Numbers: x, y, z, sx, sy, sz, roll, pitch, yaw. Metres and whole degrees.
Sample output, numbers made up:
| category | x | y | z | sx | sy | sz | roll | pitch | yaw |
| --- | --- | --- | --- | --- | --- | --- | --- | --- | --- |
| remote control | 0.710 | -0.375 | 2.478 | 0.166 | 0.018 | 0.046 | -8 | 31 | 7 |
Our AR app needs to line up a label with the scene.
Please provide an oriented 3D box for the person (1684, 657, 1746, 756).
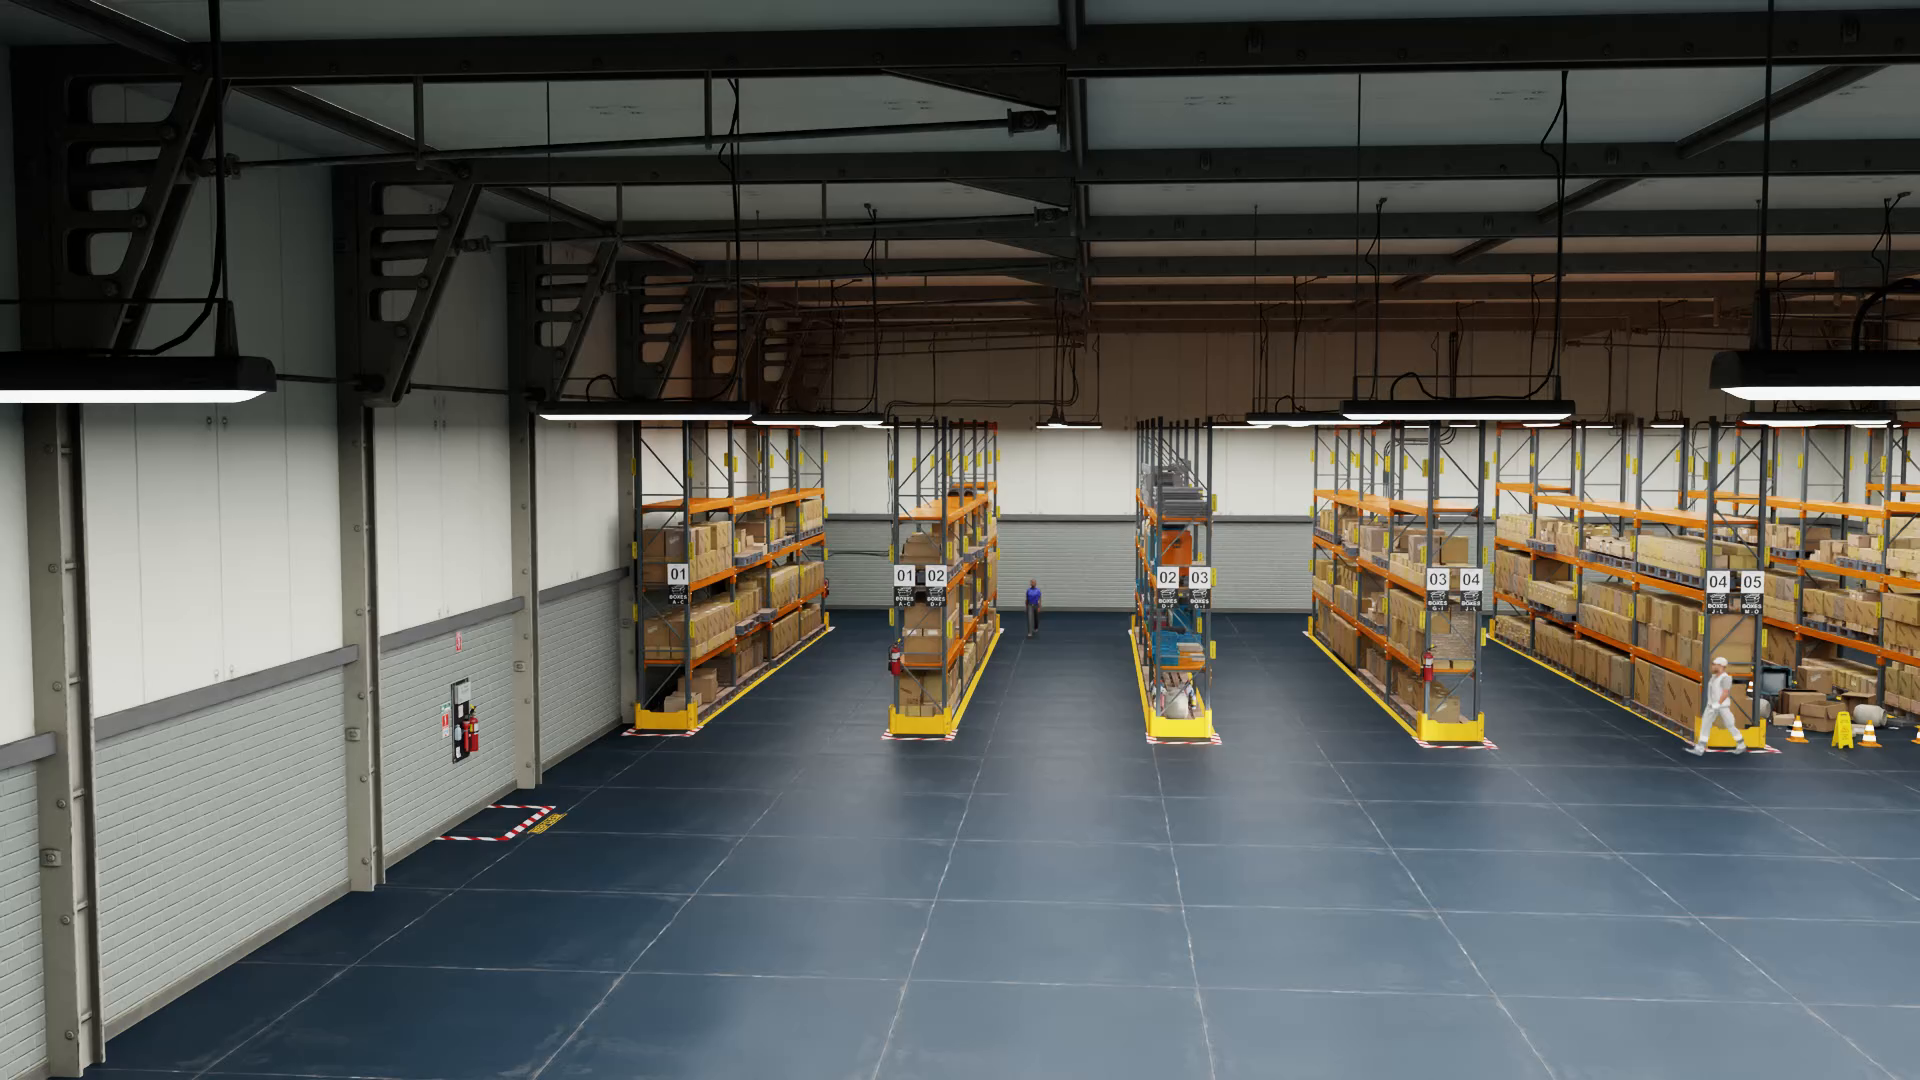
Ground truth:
| category | x | y | z | sx | sy | sz | roll | pitch | yaw |
| --- | --- | --- | --- | --- | --- | --- | --- | --- | --- |
| person | 13.327 | 2.938 | 29.271 | 1.064 | 1.744 | 0.542 | -1 | 4 | -19 |

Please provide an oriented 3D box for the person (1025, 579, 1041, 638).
| category | x | y | z | sx | sy | sz | roll | pitch | yaw |
| --- | --- | --- | --- | --- | --- | --- | --- | --- | --- |
| person | 2.041 | 1.895 | 46.373 | 0.454 | 1.586 | 0.931 | 0 | 4 | -1 |
